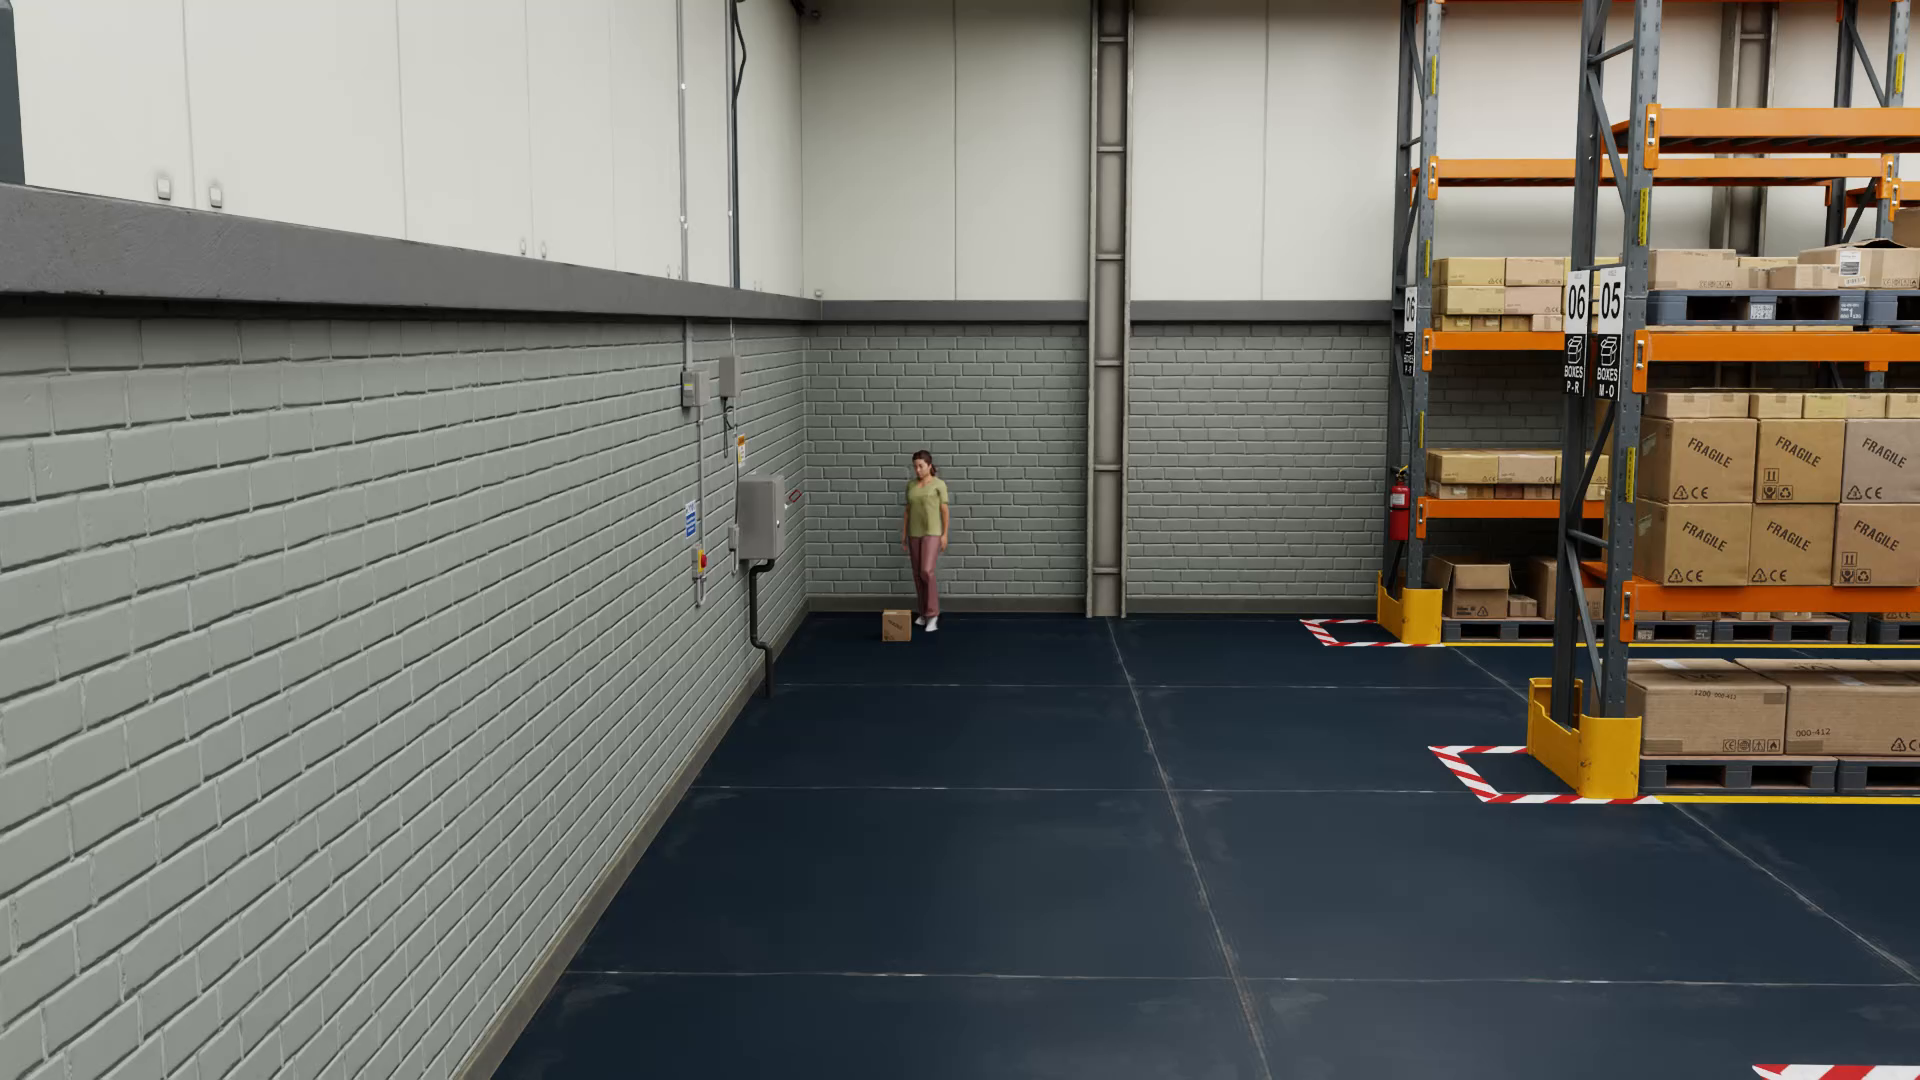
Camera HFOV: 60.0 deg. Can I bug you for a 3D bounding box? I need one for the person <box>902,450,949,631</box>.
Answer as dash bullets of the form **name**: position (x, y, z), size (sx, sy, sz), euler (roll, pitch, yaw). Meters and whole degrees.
- **person**: position (-0.364, 0.002, 15.840), size (0.457, 1.721, 0.446), euler (4, 8, 27)
